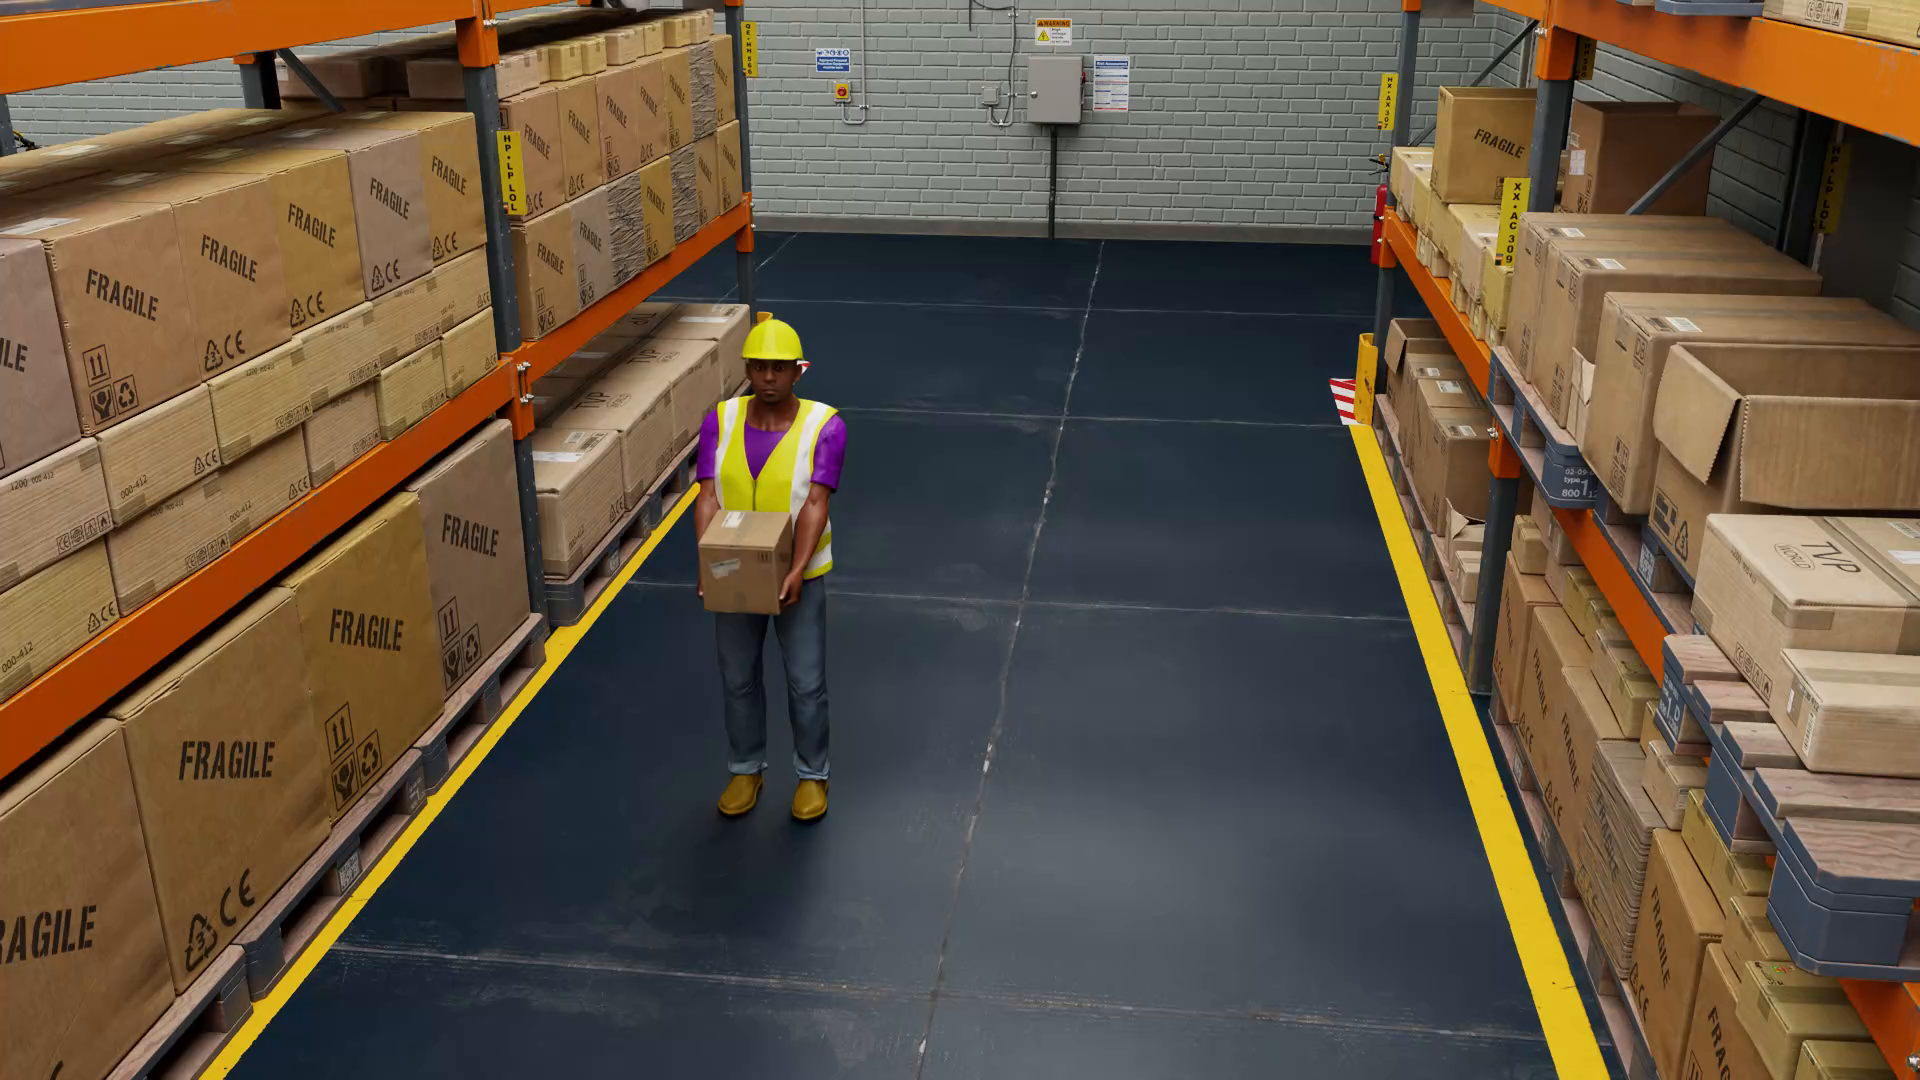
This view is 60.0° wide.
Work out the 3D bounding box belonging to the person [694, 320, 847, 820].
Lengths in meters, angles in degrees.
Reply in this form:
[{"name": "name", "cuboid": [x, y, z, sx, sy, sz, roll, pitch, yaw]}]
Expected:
[{"name": "person", "cuboid": [-0.654, 0.150, 5.668, 0.503, 1.760, 0.587, 3, 21, 7]}]
